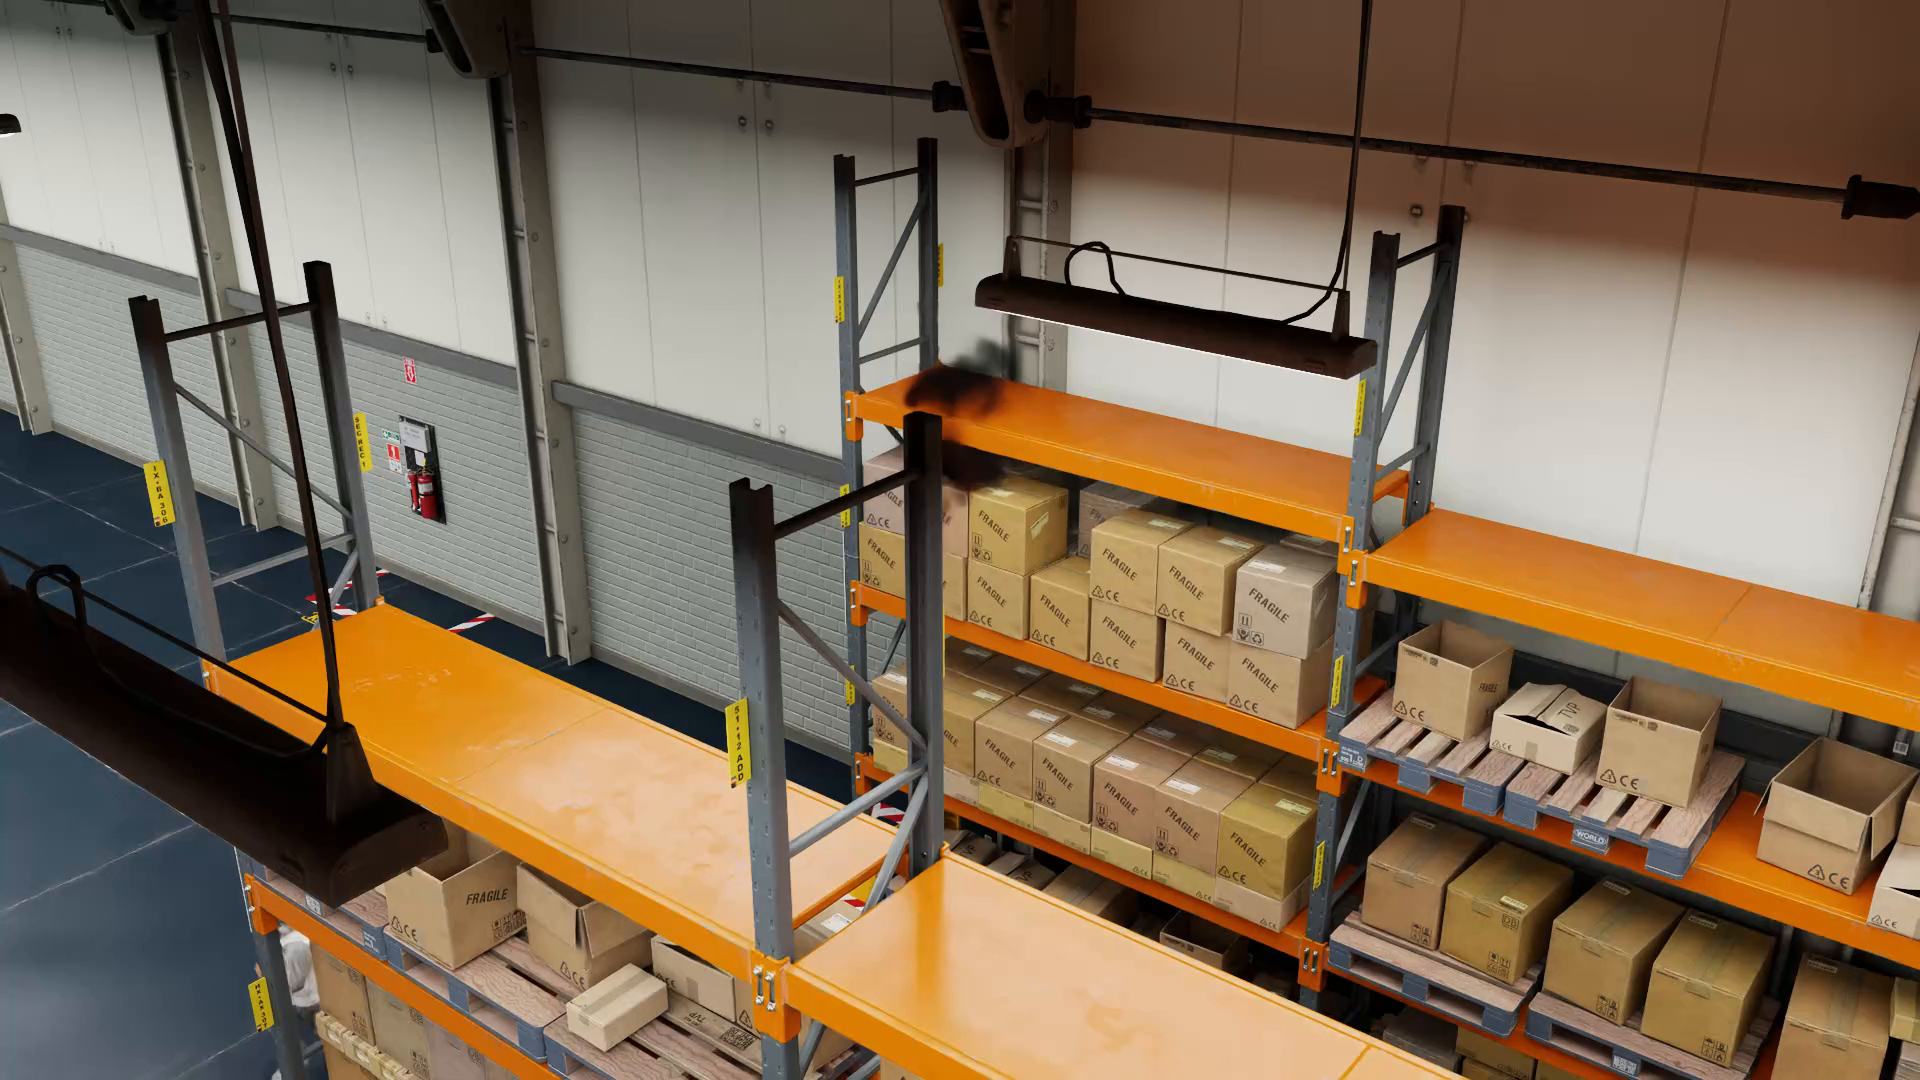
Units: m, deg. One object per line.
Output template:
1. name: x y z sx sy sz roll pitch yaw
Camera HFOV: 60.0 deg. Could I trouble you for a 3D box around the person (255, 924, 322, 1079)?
1. person: -4.379 3.007 11.171 0.735 1.755 0.643 -7 24 -16
